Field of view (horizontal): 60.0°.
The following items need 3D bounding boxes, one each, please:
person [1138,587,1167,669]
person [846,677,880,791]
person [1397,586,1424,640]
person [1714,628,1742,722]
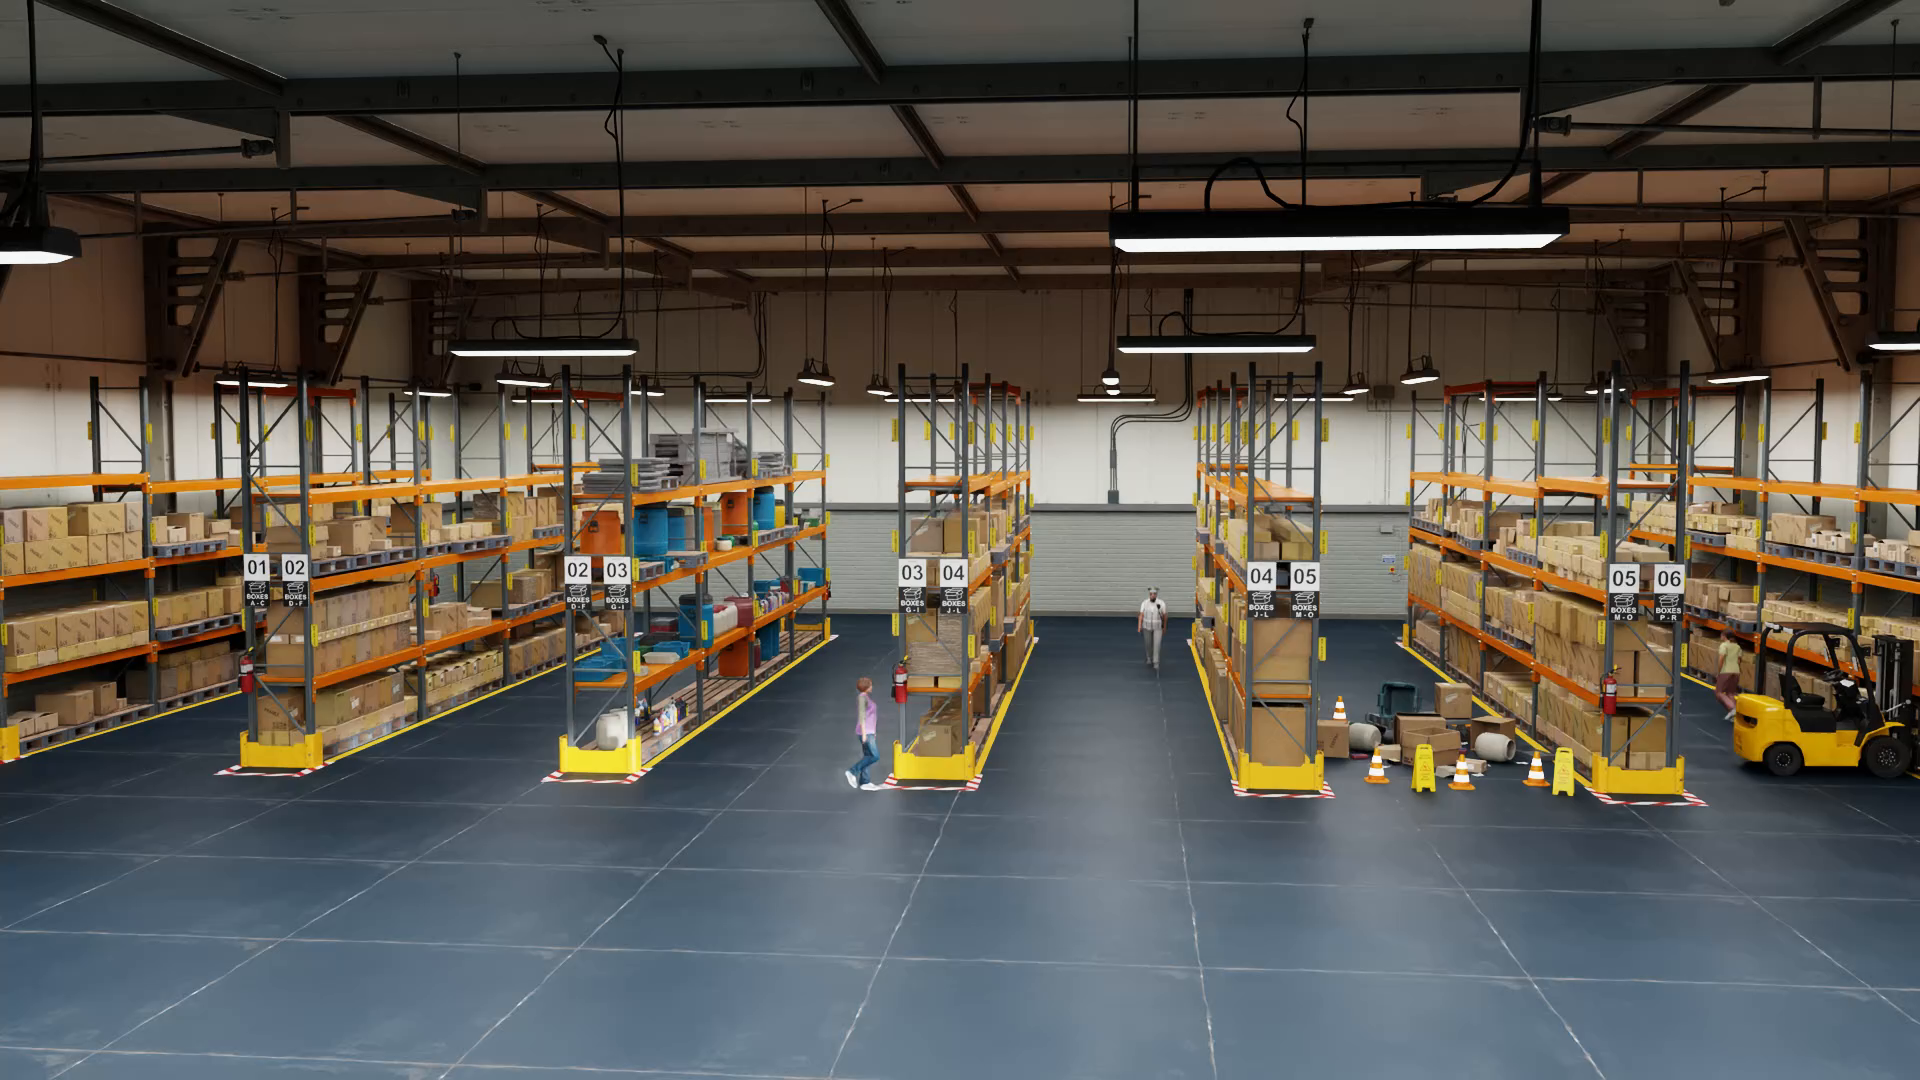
[{"bbox_3d":[4.105,1.847,35.424,0.601,1.703,1.077,1,4,9],"label":"person"},{"bbox_3d":[-1.355,2.708,23.178,0.469,1.581,0.428,0,4,1],"label":"person"},{"bbox_3d":[11.018,1.573,40.118,0.965,1.686,0.530,0,4,2],"label":"person"},{"bbox_3d":[13.385,2.351,28.857,0.506,1.613,0.687,0,4,-6],"label":"person"}]
